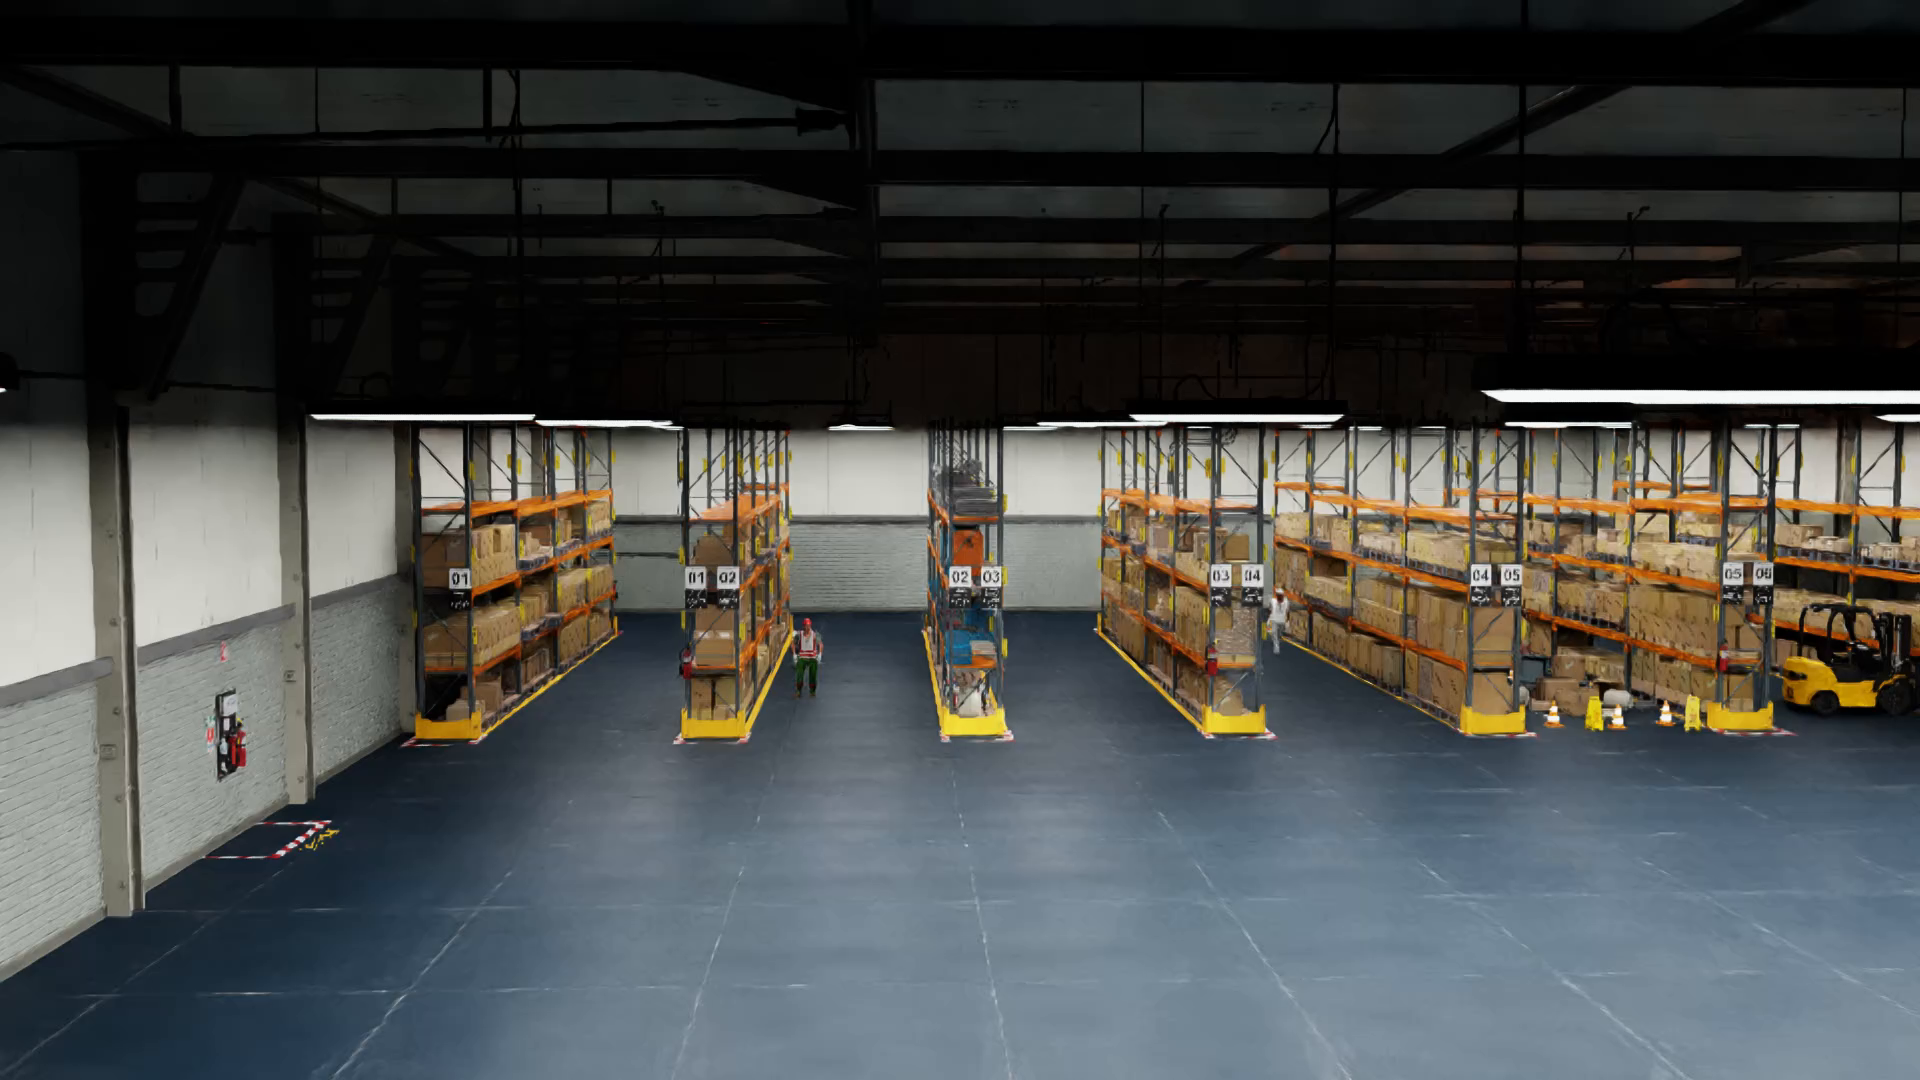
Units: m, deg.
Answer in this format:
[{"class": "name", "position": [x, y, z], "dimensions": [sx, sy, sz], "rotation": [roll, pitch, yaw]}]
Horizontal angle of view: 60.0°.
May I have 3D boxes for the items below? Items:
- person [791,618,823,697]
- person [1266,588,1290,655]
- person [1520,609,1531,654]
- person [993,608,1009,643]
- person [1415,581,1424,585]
[{"class": "person", "position": [-3.288, 2.528, 35.752], "dimensions": [0.677, 1.742, 0.552], "rotation": [0, 4, -4]}, {"class": "person", "position": [8.196, 2.071, 42.703], "dimensions": [0.563, 1.707, 1.127], "rotation": [0, 4, -4]}, {"class": "person", "position": [12.836, 2.395, 37.962], "dimensions": [0.569, 1.668, 0.558], "rotation": [2, 4, 25]}, {"class": "person", "position": [0.897, 1.985, 44.832], "dimensions": [0.630, 1.607, 0.814], "rotation": [-1, 4, -20]}, {"class": "person", "position": [12.436, 1.975, 44.969], "dimensions": [0.360, 1.727, 0.538], "rotation": [-2, 4, -29]}]
